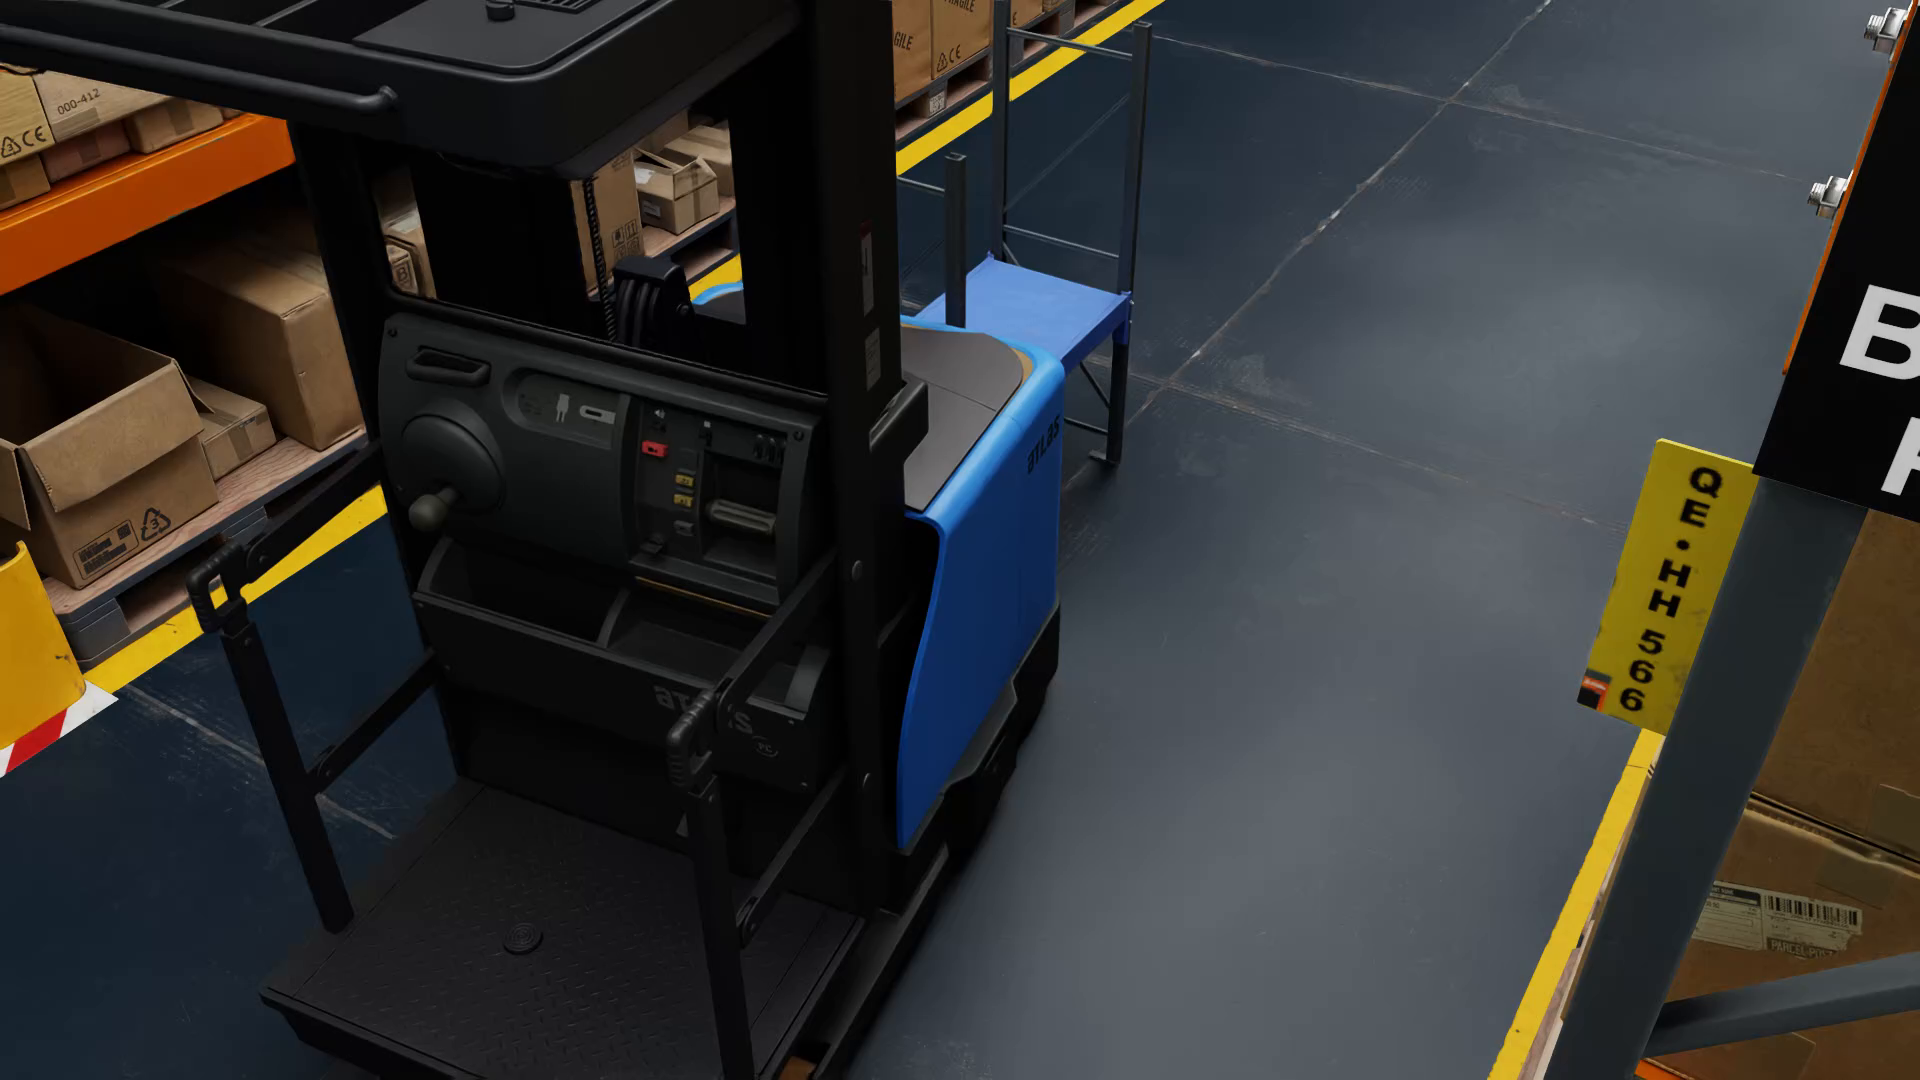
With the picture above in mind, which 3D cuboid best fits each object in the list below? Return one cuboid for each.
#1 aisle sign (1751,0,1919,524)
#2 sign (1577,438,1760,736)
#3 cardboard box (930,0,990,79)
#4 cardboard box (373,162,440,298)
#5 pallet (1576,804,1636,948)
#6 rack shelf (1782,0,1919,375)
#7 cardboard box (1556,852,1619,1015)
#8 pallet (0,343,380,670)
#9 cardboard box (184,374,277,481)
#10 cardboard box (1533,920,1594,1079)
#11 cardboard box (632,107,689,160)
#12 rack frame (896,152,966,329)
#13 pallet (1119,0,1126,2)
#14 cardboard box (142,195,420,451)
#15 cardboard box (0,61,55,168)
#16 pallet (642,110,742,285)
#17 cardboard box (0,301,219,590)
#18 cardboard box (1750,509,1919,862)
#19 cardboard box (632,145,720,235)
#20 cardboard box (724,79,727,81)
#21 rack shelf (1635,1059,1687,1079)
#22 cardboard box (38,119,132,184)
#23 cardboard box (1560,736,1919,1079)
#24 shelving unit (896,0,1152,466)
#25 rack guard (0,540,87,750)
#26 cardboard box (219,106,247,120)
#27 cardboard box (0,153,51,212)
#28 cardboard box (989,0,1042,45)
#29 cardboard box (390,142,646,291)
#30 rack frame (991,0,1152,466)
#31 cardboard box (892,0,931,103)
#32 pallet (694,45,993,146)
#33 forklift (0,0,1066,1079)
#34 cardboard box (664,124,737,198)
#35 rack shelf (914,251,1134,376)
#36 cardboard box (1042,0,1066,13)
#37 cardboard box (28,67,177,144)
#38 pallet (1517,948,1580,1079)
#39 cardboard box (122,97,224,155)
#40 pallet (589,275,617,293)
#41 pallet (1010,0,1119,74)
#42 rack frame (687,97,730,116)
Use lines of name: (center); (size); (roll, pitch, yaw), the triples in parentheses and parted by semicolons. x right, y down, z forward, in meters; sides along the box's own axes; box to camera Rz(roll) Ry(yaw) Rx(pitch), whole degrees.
aisle sign: (0.824, -0.304, 1.058); (0.394, 0.787, 0.004); (21, 42, 25)
sign: (0.673, 0.053, 1.582); (0.100, 0.325, 0.005); (21, 42, 25)
cardboard box: (-0.200, -2.523, 7.770); (0.500, 0.500, 0.500); (21, 42, 25)
cardboard box: (-1.803, -0.960, 5.742); (0.500, 0.500, 0.500); (22, 43, 26)
pallet: (2.141, 0.830, 4.000); (1.003, 0.211, 1.213); (21, 42, 25)
rack shelf: (2.196, -1.144, 2.409); (1.077, 0.370, 4.000); (21, 42, 25)
cardboard box: (1.876, 0.791, 3.521); (0.875, 0.438, 0.875); (22, 43, 26)
pallet: (-2.602, -0.177, 5.307); (1.003, 0.211, 1.213); (21, 42, 25)
cardboard box: (-2.401, -0.359, 5.250); (0.380, 0.149, 0.250); (19, 42, 23)
cardboard box: (1.393, 1.266, 2.906); (0.875, 0.438, 0.875); (20, 42, 24)
cardboard box: (-1.480, -1.732, 6.898); (0.500, 0.311, 0.500); (23, 43, 27)
rack frame: (-0.206, -0.398, 4.538); (0.500, 1.500, 0.032); (20, 42, 24)
pallet: (0.785, -3.479, 9.590); (1.003, 0.211, 1.213); (21, 42, 25)
cardboard box: (-2.171, -0.720, 5.431); (0.700, 0.500, 0.500); (23, 43, 27)
cardboard box: (-2.599, -1.036, 4.016); (0.500, 0.250, 0.500); (21, 42, 25)
pallet: (-1.295, -1.435, 6.939); (1.003, 0.211, 1.213); (21, 42, 25)
cardboard box: (-2.661, -0.293, 4.874); (0.797, 0.503, 0.637); (19, 42, 23)
cardboard box: (1.181, 0.028, 1.856); (0.500, 0.500, 0.500); (23, 43, 27)
cardboard box: (-1.168, -1.410, 6.517); (0.396, 0.266, 0.258); (23, 43, 27)
cardboard box: (-0.913, -2.420, 7.635); (0.500, 0.500, 0.500); (21, 42, 25)
rack shelf: (2.196, 0.044, 3.325); (1.077, 0.370, 4.000); (21, 42, 25)
cardboard box: (-2.453, -1.105, 4.432); (0.380, 0.149, 0.250); (21, 42, 25)
cardboard box: (1.159, 0.415, 2.172); (0.500, 0.500, 0.500); (21, 42, 25)
shelving unit: (0.057, -0.663, 4.882); (0.538, 1.500, 1.048); (20, 42, 24)
rack guard: (-3.028, 0.119, 4.686); (1.175, 0.500, 0.348); (21, 42, 25)
cardboard box: (-2.128, -1.354, 4.755); (0.380, 0.149, 0.250); (22, 43, 26)
cardboard box: (-2.564, -0.958, 4.241); (0.380, 0.149, 0.250); (22, 43, 26)
cardboard box: (0.071, -2.779, 8.102); (0.500, 0.500, 0.500); (20, 42, 24)
cardboard box: (-1.614, -1.255, 6.125); (0.700, 0.500, 0.500); (20, 42, 23)
rack frame: (0.320, -0.929, 5.227); (0.500, 1.500, 0.032); (20, 42, 24)
cardboard box: (-0.477, -2.246, 7.410); (0.500, 0.500, 0.500); (23, 43, 27)
pallet: (-0.522, -2.221, 7.958); (1.003, 0.211, 1.213); (21, 42, 25)
forklift: (-0.779, -0.075, 2.947); (1.130, 2.935, 3.031); (15, 40, 19)
cardboard box: (-0.977, -1.547, 6.792); (0.380, 0.149, 0.250); (20, 42, 24)
rack shelf: (0.057, -0.521, 4.992); (0.538, 0.185, 1.000); (20, 42, 24)
cardboard box: (0.354, -3.045, 8.446); (0.500, 0.500, 0.500); (20, 42, 24)
cardboard box: (-2.329, -1.296, 4.353); (0.500, 0.250, 0.500); (22, 43, 26)
pallet: (1.486, 1.457, 3.187); (1.003, 0.211, 1.213); (21, 42, 25)
cardboard box: (-2.266, -1.215, 4.575); (0.380, 0.149, 0.250); (23, 43, 26)
pallet: (-1.948, -0.804, 6.120); (1.003, 0.211, 1.213); (21, 42, 25)
pallet: (0.131, -2.852, 8.777); (1.003, 0.211, 1.213); (21, 42, 25)
rack frame: (-0.926, -2.893, 6.547); (1.000, 3.000, 0.127); (21, 42, 25)
